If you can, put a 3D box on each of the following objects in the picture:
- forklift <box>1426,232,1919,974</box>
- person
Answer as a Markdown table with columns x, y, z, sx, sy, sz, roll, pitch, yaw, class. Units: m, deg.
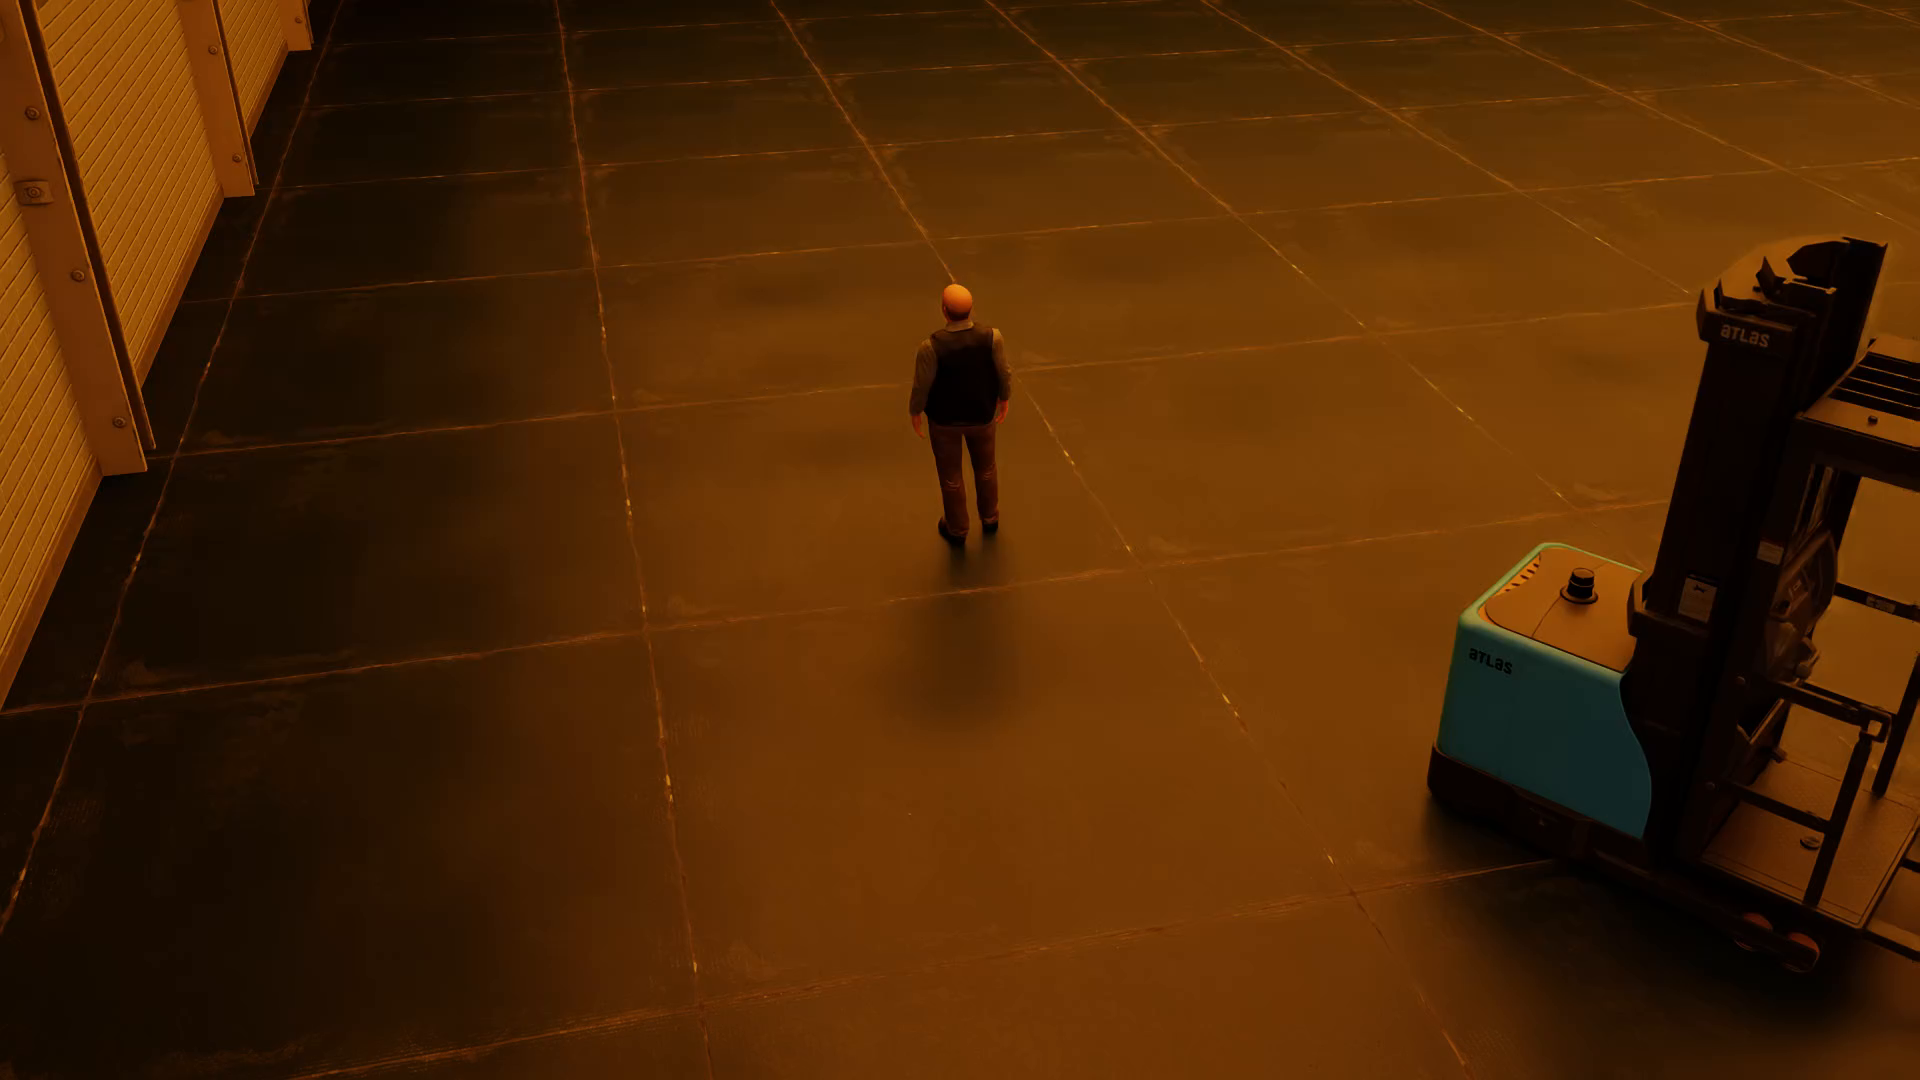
| x | y | z | sx | sy | sz | roll | pitch | yaw | class |
| --- | --- | --- | --- | --- | --- | --- | --- | --- | --- |
| 3.763 | 0.314 | 7.032 | 3.031 | 2.935 | 1.130 | 23 | 37 | 34 | forklift |
| -0.008 | -0.783 | 10.119 | 0.634 | 1.722 | 0.566 | -7 | 31 | -12 | person |
